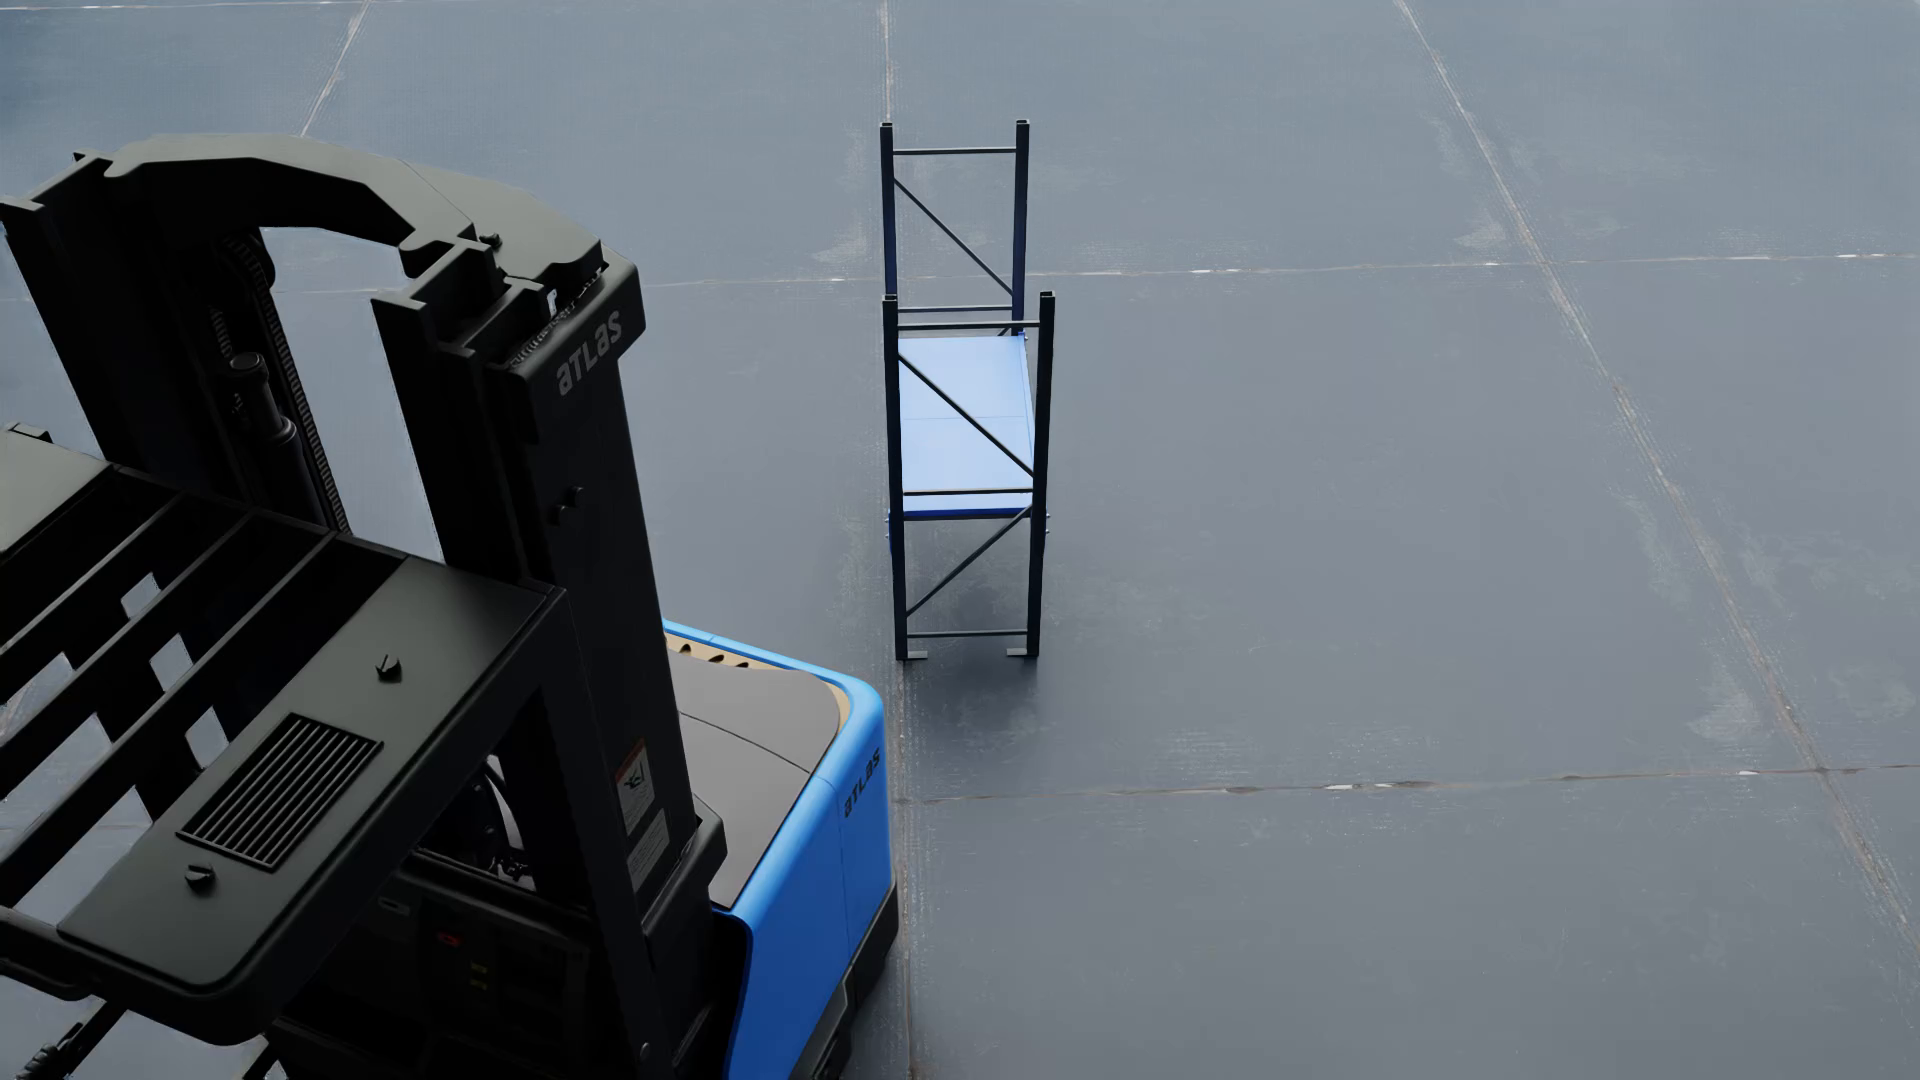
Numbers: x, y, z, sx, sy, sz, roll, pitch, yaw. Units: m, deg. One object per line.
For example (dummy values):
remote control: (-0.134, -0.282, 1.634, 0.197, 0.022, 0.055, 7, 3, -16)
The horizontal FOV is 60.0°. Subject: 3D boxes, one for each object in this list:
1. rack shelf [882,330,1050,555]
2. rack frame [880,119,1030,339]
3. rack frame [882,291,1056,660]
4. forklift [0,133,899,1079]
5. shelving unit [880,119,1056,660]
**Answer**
rack shelf: (0.004, -0.363, 5.802, 0.538, 0.185, 1.000, -2, 43, -2)
rack frame: (-0.018, -0.838, 6.055, 0.500, 1.500, 0.032, -2, 43, -2)
rack frame: (0.025, -0.152, 5.306, 0.500, 1.500, 0.032, -2, 43, -2)
forklift: (-1.205, 0.884, 3.116, 1.130, 2.935, 3.031, 15, 45, 16)
shelving unit: (0.004, -0.495, 5.680, 0.538, 1.500, 1.048, -2, 43, -2)
